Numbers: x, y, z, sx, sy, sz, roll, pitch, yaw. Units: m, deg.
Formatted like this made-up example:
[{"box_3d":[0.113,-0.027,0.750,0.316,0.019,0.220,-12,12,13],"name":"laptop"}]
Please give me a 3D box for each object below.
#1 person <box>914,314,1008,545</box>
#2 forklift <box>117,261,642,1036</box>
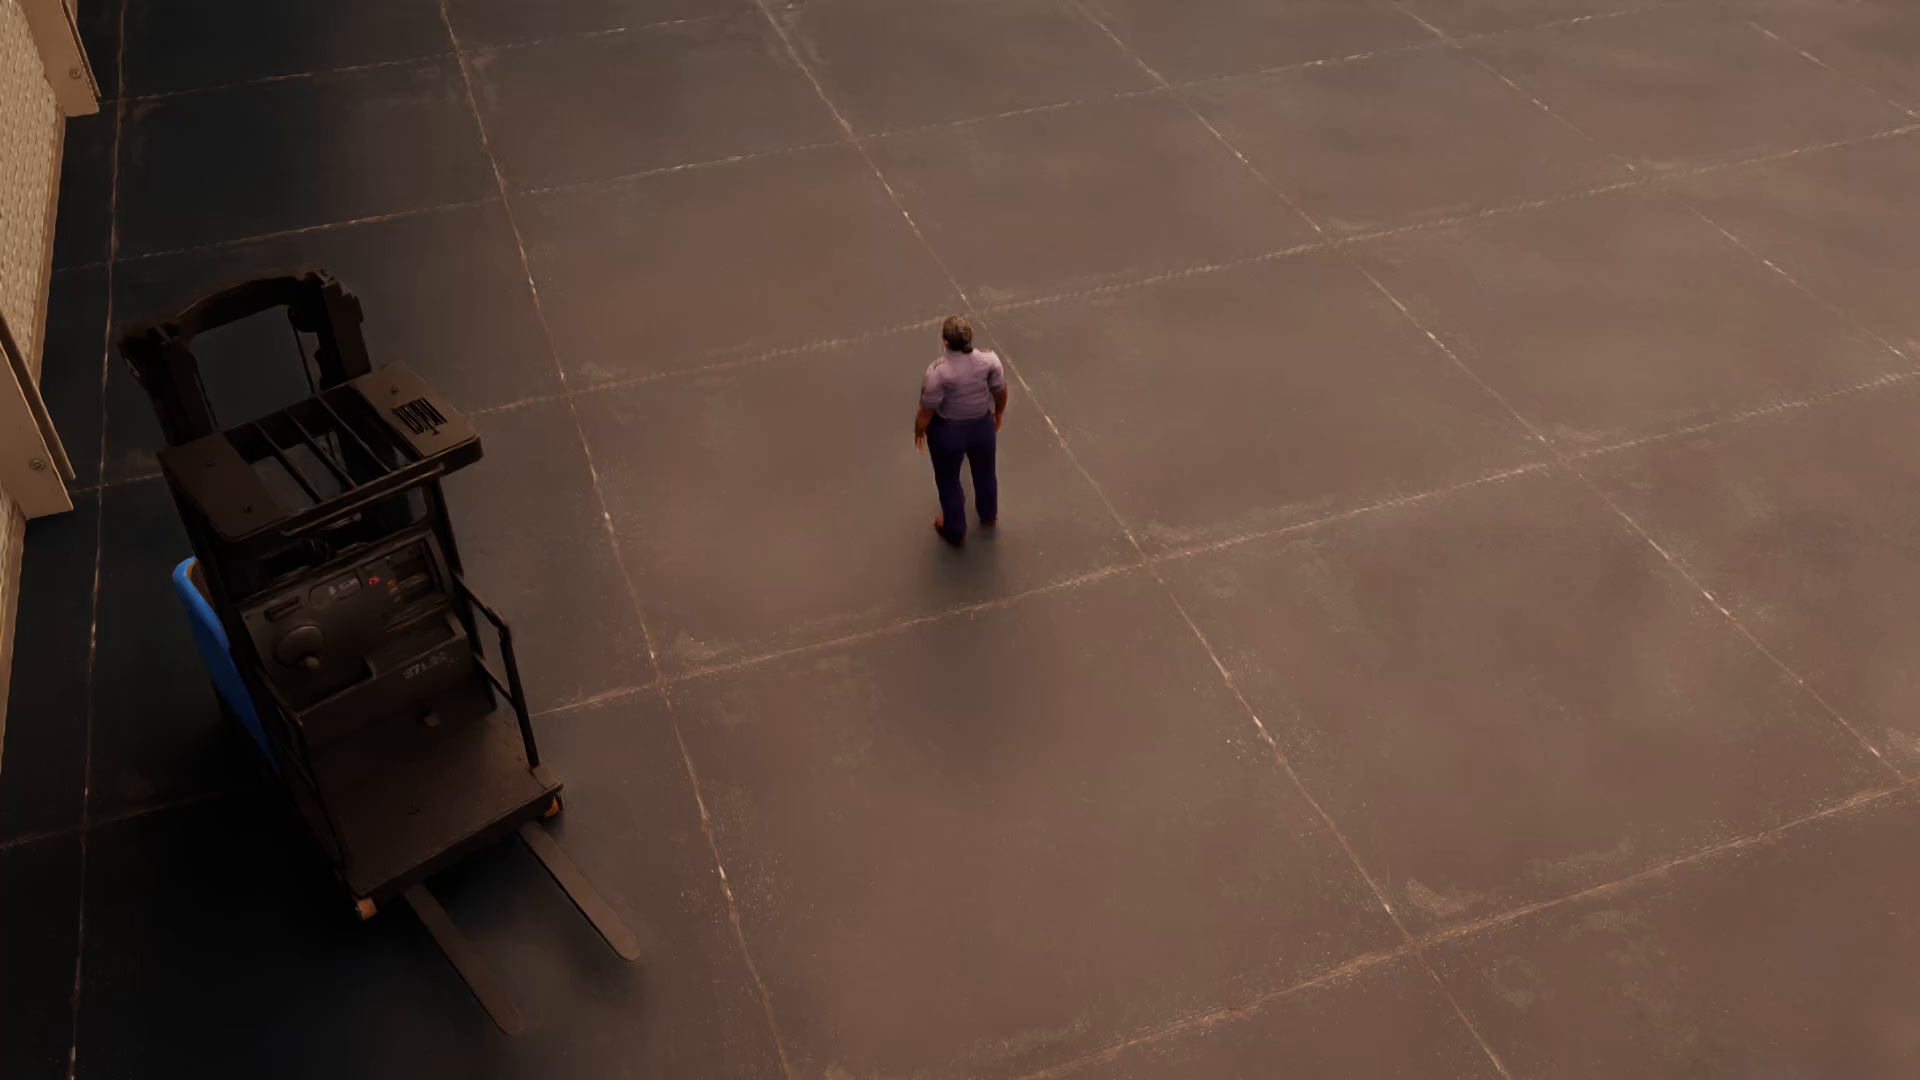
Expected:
[{"box_3d":[-0.010,-0.690,9.818,0.599,1.633,0.501,-13,42,-15],"name":"person"},{"box_3d":[-2.694,0.352,7.577,1.130,2.935,3.031,-28,48,-30],"name":"forklift"}]
